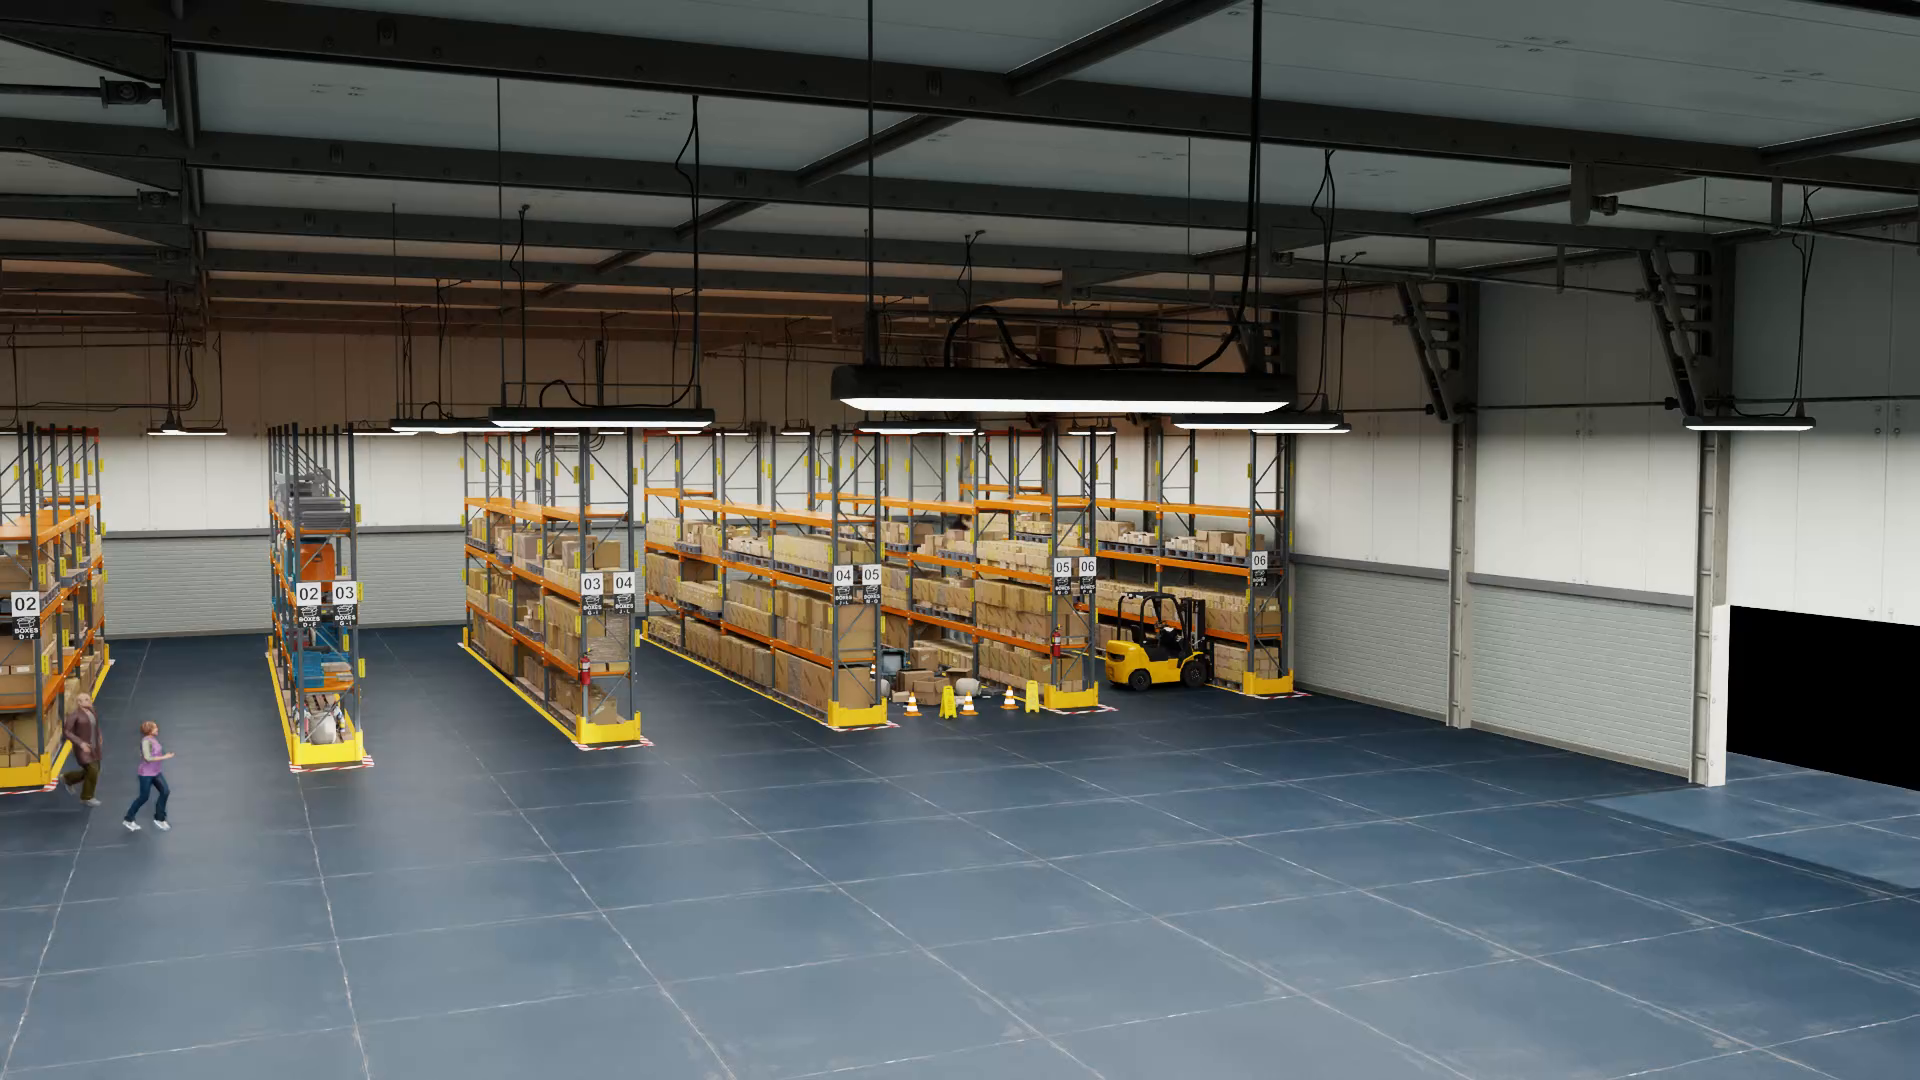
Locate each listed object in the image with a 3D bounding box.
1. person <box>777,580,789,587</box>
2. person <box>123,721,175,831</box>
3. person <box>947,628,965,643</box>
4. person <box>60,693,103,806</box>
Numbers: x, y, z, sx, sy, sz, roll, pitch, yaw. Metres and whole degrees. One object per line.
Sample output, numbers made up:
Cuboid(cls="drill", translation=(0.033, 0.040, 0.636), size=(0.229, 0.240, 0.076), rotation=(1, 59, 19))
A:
Cuboid(cls="person", translation=(-5.259, 1.813, 50.784), size=(0.949, 1.700, 0.705), rotation=(-1, 4, -14))
Cuboid(cls="person", translation=(-11.781, 3.444, 24.156), size=(0.732, 1.656, 0.538), rotation=(0, 3, -5))
Cuboid(cls="person", translation=(-0.095, 2.131, 44.978), size=(0.549, 1.714, 0.728), rotation=(-2, 4, -30))
Cuboid(cls="person", translation=(-13.740, 3.270, 26.007), size=(0.659, 1.775, 0.716), rotation=(1, 4, 10))
